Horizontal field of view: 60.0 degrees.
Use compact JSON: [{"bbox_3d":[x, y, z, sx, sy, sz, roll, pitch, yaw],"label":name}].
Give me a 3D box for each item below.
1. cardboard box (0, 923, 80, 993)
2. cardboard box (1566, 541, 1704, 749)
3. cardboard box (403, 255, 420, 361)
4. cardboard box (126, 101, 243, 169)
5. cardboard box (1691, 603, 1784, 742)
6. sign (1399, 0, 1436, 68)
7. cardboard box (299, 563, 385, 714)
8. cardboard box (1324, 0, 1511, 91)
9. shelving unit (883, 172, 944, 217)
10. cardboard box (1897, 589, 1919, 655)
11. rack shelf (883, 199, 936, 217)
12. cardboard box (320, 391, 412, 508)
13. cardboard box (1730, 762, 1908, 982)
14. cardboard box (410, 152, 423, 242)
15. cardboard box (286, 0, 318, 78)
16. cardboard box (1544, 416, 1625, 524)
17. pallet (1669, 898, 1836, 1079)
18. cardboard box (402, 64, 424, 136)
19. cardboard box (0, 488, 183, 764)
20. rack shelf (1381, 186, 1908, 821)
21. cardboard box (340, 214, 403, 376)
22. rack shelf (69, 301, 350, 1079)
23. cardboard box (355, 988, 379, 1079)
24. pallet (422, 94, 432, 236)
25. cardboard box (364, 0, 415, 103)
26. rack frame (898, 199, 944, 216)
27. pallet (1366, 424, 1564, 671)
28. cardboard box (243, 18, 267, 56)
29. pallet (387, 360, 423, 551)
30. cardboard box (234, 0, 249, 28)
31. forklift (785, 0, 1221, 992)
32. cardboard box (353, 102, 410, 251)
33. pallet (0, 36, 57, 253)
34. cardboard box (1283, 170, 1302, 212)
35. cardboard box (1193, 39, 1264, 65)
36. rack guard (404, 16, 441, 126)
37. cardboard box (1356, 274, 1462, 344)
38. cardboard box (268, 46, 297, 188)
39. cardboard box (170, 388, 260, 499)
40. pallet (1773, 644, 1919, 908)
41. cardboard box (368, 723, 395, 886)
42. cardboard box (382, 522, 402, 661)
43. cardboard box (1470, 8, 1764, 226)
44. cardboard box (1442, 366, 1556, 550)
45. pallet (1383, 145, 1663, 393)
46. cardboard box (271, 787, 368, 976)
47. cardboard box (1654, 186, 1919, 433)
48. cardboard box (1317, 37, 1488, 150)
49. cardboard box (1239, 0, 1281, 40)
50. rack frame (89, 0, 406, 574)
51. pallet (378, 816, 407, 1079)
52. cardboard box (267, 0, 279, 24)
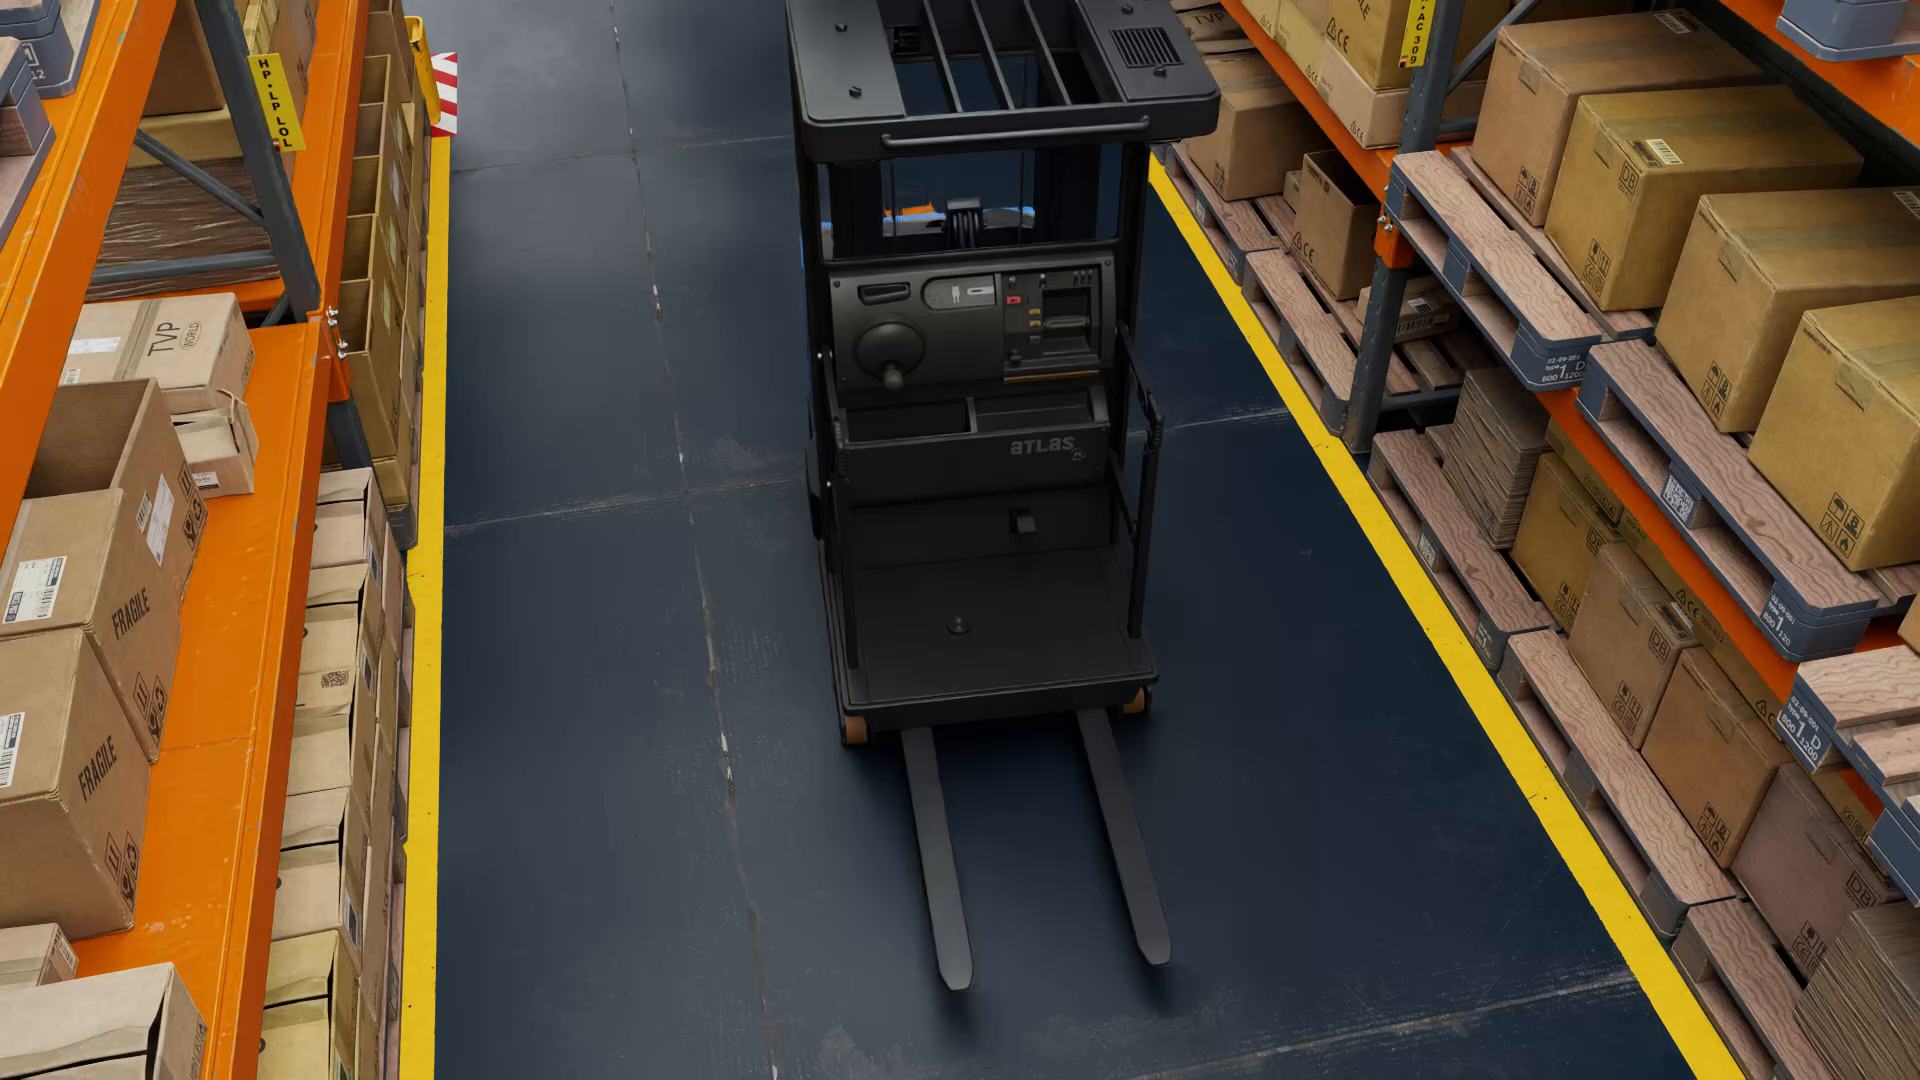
[{"bbox_3d":[-2.141,0.986,3.569,0.380,0.149,0.250,-5,42,-6],"label":"cardboard box"},{"bbox_3d":[2.568,0.315,5.687,0.700,0.500,0.500,-8,42,-9],"label":"cardboard box"},{"bbox_3d":[-2.684,-1.004,7.377,0.500,0.250,0.500,-8,42,-9],"label":"cardboard box"},{"bbox_3d":[-2.543,-1.364,5.463,0.380,0.149,0.250,-8,42,-9],"label":"cardboard box"},{"bbox_3d":[2.641,0.318,5.119,0.500,0.250,0.500,-9,42,-9],"label":"cardboard box"},{"bbox_3d":[1.634,-1.835,5.906,0.100,0.325,0.005,-8,42,-9],"label":"sign"},{"bbox_3d":[-2.188,0.337,5.443,0.500,0.311,0.500,-7,42,-8],"label":"cardboard box"},{"bbox_3d":[1.758,-2.088,6.376,0.500,0.500,0.500,-8,42,-9],"label":"cardboard box"},{"bbox_3d":[-0.181,-1.026,7.108,0.215,1.050,0.252,-11,41,-12],"label":"shelving unit"},{"bbox_3d":[2.767,0.135,3.931,0.700,0.500,0.500,-12,43,-13],"label":"cardboard box"},{"bbox_3d":[-0.184,-1.237,6.934,0.215,0.259,0.240,-11,41,-12],"label":"rack shelf"},{"bbox_3d":[-2.478,-0.355,6.645,0.500,0.250,0.500,-8,42,-9],"label":"cardboard box"},{"bbox_3d":[2.821,0.959,4.961,0.700,0.500,0.500,-8,42,-9],"label":"cardboard box"},{"bbox_3d":[-2.904,-1.652,8.106,0.500,0.250,0.500,-8,42,-9],"label":"cardboard box"},{"bbox_3d":[-3.112,-2.205,6.899,0.700,0.500,0.500,-7,42,-8],"label":"cardboard box"},{"bbox_3d":[2.436,-0.345,5.865,0.500,0.250,0.500,-9,42,-10],"label":"cardboard box"},{"bbox_3d":[2.858,1.535,4.862,1.003,0.211,1.213,-8,42,-9],"label":"pallet"},{"bbox_3d":[-3.133,-2.298,8.834,0.500,0.250,0.500,-8,42,-9],"label":"cardboard box"},{"bbox_3d":[-2.302,0.247,4.137,0.500,0.500,0.500,-8,42,-9],"label":"cardboard box"},{"bbox_3d":[2.594,-0.029,5.065,1.077,0.370,4.000,-8,42,-9],"label":"rack shelf"},{"bbox_3d":[-2.584,-0.959,6.761,0.500,0.500,0.500,-8,42,-9],"label":"cardboard box"},{"bbox_3d":[-2.242,0.684,4.262,1.077,0.370,4.000,-8,42,-9],"label":"rack shelf"},{"bbox_3d":[-1.864,1.539,4.512,0.500,0.250,0.500,-9,42,-10],"label":"cardboard box"},{"bbox_3d":[-3.331,-1.942,8.779,1.003,0.211,1.213,-8,42,-9],"label":"pallet"},{"bbox_3d":[-3.131,-2.579,8.586,0.500,0.500,0.500,-8,42,-9],"label":"cardboard box"},{"bbox_3d":[-0.147,-0.952,7.017,0.200,1.050,0.008,-11,41,-12],"label":"rack frame"},{"bbox_3d":[2.332,-0.047,6.644,1.003,0.211,1.213,-8,42,-9],"label":"pallet"},{"bbox_3d":[-2.655,-1.694,5.834,0.380,0.149,0.250,-9,42,-10],"label":"cardboard box"},{"bbox_3d":[-2.805,-0.361,6.997,1.003,0.211,1.213,-8,42,-9],"label":"pallet"},{"bbox_3d":[-2.886,-2.018,5.712,0.700,0.500,0.500,-8,42,-9],"label":"cardboard box"},{"bbox_3d":[0.081,-0.624,5.245,1.130,2.935,3.031,-6,42,-6],"label":"forklift"},{"bbox_3d":[-2.794,-1.608,7.492,0.500,0.500,0.500,-8,42,-9],"label":"cardboard box"},{"bbox_3d":[-2.289,-0.492,2.927,1.003,0.211,1.213,-7,42,-7],"label":"pallet"},{"bbox_3d":[1.836,-1.732,8.258,0.380,0.149,0.250,-12,43,-13],"label":"cardboard box"},{"bbox_3d":[1.483,-2.515,9.018,0.500,0.311,0.500,-5,42,-6],"label":"cardboard box"},{"bbox_3d":[-3.543,-2.555,9.252,1.175,0.500,0.348,-8,42,-9],"label":"rack guard"},{"bbox_3d":[2.017,-1.041,7.467,0.380,0.166,0.250,-14,43,-15],"label":"cardboard box"},{"bbox_3d":[-2.896,-1.547,6.158,0.700,0.500,0.500,-9,42,-10],"label":"cardboard box"},{"bbox_3d":[-2.305,-0.288,4.916,0.396,0.266,0.258,-9,42,-10],"label":"cardboard box"},{"bbox_3d":[2.768,0.624,3.932,1.213,0.211,1.003,-8,42,-9],"label":"pallet"},{"bbox_3d":[-2.083,0.876,5.258,0.500,0.250,0.500,-7,42,-8],"label":"cardboard box"},{"bbox_3d":[-2.301,0.217,6.001,0.500,0.250,0.500,-9,42,-10],"label":"cardboard box"},{"bbox_3d":[2.239,-1.461,5.730,0.700,0.500,0.500,-8,42,-9],"label":"cardboard box"},{"bbox_3d":[2.337,-0.349,6.435,0.700,0.500,0.500,-7,42,-8],"label":"cardboard box"},{"bbox_3d":[2.185,-1.006,5.768,1.003,0.211,1.213,-8,42,-9],"label":"pallet"},{"bbox_3d":[-1.978,0.988,4.710,0.500,0.311,0.500,-9,42,-10],"label":"cardboard box"},{"bbox_3d":[2.525,-0.676,4.845,0.700,0.500,0.500,-3,42,-3],"label":"cardboard box"},{"bbox_3d":[1.764,-1.809,6.626,0.500,0.250,0.500,-8,42,-9],"label":"cardboard box"},{"bbox_3d":[1.541,-2.457,7.356,0.500,0.250,0.500,-9,42,-10],"label":"cardboard box"},{"bbox_3d":[-2.674,-0.882,5.484,1.000,3.000,0.127,-8,42,-9],"label":"rack frame"},{"bbox_3d":[-2.210,1.425,4.985,1.003,0.211,1.213,-8,42,-9],"label":"pallet"},{"bbox_3d":[-2.765,-2.026,6.209,0.380,0.149,0.250,-10,43,-11],"label":"cardboard box"}]
